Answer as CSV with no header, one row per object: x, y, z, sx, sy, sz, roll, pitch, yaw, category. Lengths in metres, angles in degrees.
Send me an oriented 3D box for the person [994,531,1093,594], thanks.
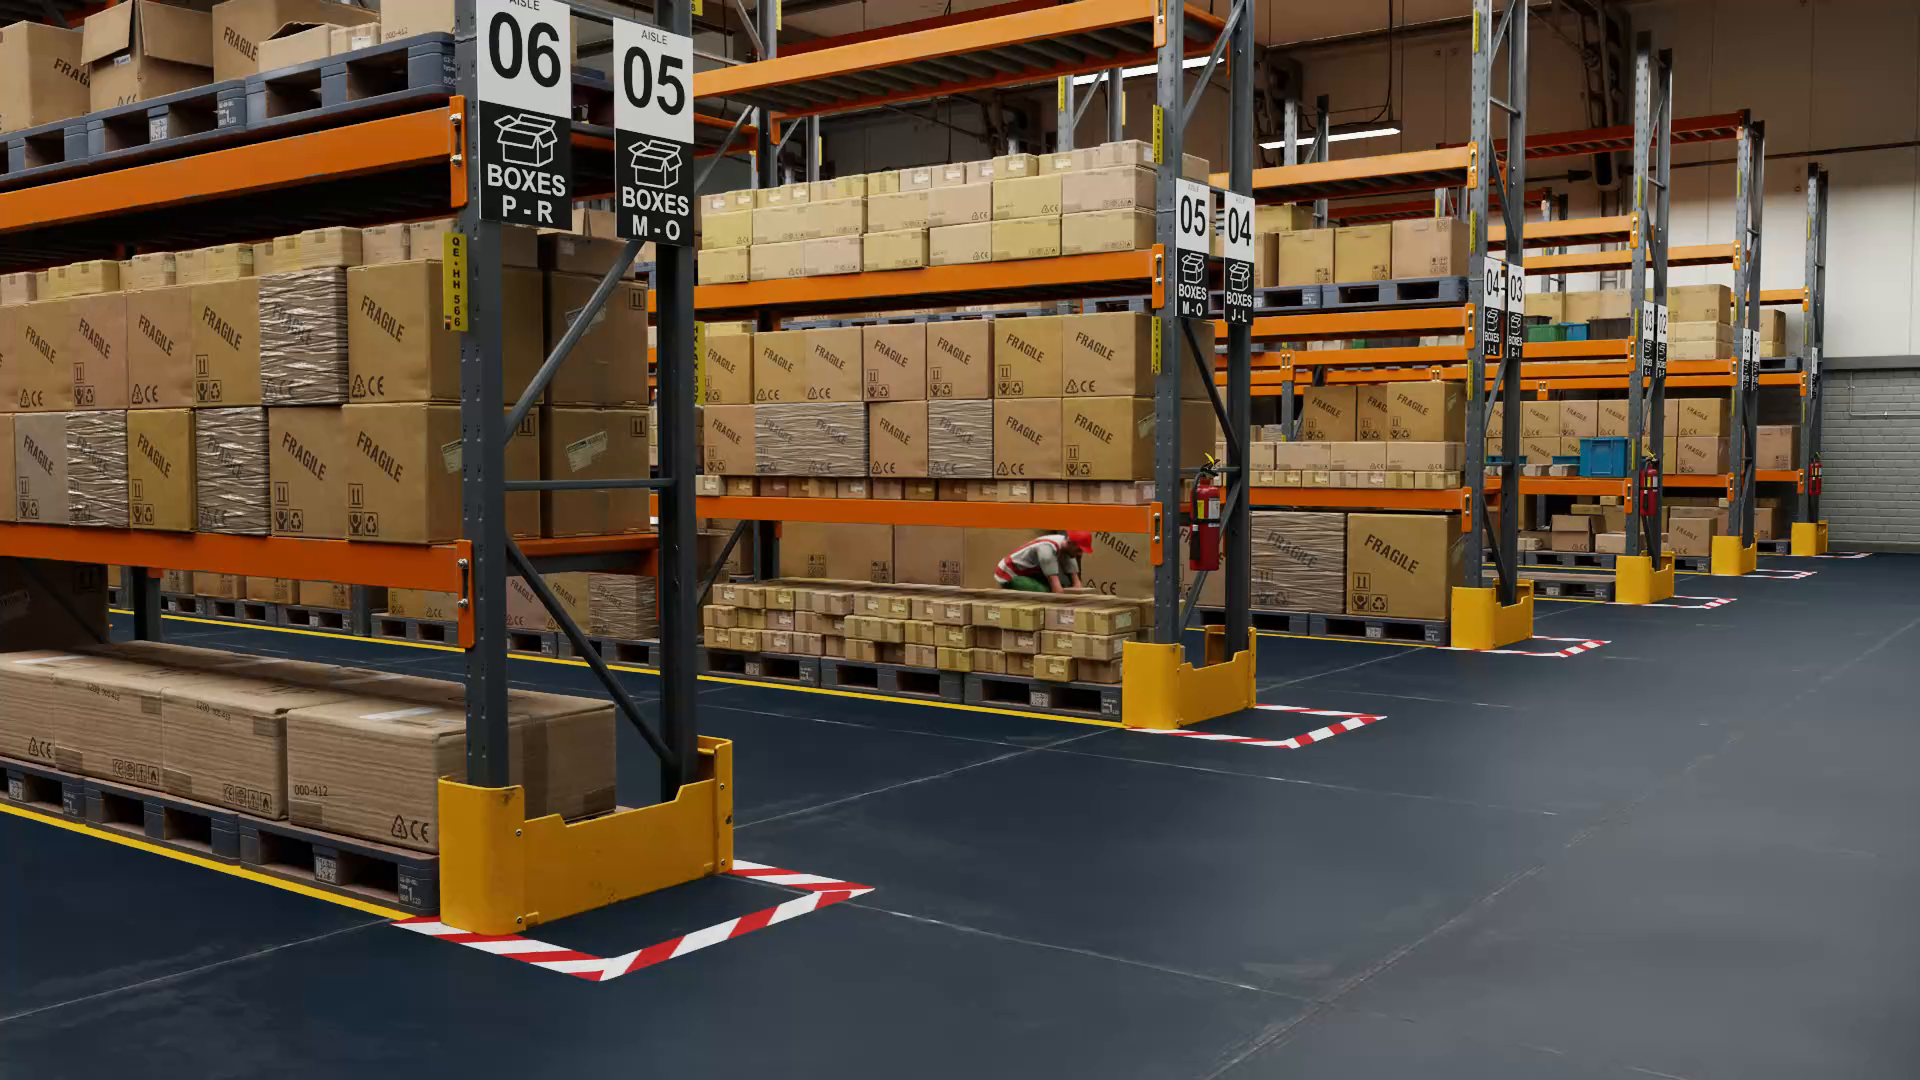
0.743,0.360,14.382,0.898,0.995,0.530,2,4,35,person
